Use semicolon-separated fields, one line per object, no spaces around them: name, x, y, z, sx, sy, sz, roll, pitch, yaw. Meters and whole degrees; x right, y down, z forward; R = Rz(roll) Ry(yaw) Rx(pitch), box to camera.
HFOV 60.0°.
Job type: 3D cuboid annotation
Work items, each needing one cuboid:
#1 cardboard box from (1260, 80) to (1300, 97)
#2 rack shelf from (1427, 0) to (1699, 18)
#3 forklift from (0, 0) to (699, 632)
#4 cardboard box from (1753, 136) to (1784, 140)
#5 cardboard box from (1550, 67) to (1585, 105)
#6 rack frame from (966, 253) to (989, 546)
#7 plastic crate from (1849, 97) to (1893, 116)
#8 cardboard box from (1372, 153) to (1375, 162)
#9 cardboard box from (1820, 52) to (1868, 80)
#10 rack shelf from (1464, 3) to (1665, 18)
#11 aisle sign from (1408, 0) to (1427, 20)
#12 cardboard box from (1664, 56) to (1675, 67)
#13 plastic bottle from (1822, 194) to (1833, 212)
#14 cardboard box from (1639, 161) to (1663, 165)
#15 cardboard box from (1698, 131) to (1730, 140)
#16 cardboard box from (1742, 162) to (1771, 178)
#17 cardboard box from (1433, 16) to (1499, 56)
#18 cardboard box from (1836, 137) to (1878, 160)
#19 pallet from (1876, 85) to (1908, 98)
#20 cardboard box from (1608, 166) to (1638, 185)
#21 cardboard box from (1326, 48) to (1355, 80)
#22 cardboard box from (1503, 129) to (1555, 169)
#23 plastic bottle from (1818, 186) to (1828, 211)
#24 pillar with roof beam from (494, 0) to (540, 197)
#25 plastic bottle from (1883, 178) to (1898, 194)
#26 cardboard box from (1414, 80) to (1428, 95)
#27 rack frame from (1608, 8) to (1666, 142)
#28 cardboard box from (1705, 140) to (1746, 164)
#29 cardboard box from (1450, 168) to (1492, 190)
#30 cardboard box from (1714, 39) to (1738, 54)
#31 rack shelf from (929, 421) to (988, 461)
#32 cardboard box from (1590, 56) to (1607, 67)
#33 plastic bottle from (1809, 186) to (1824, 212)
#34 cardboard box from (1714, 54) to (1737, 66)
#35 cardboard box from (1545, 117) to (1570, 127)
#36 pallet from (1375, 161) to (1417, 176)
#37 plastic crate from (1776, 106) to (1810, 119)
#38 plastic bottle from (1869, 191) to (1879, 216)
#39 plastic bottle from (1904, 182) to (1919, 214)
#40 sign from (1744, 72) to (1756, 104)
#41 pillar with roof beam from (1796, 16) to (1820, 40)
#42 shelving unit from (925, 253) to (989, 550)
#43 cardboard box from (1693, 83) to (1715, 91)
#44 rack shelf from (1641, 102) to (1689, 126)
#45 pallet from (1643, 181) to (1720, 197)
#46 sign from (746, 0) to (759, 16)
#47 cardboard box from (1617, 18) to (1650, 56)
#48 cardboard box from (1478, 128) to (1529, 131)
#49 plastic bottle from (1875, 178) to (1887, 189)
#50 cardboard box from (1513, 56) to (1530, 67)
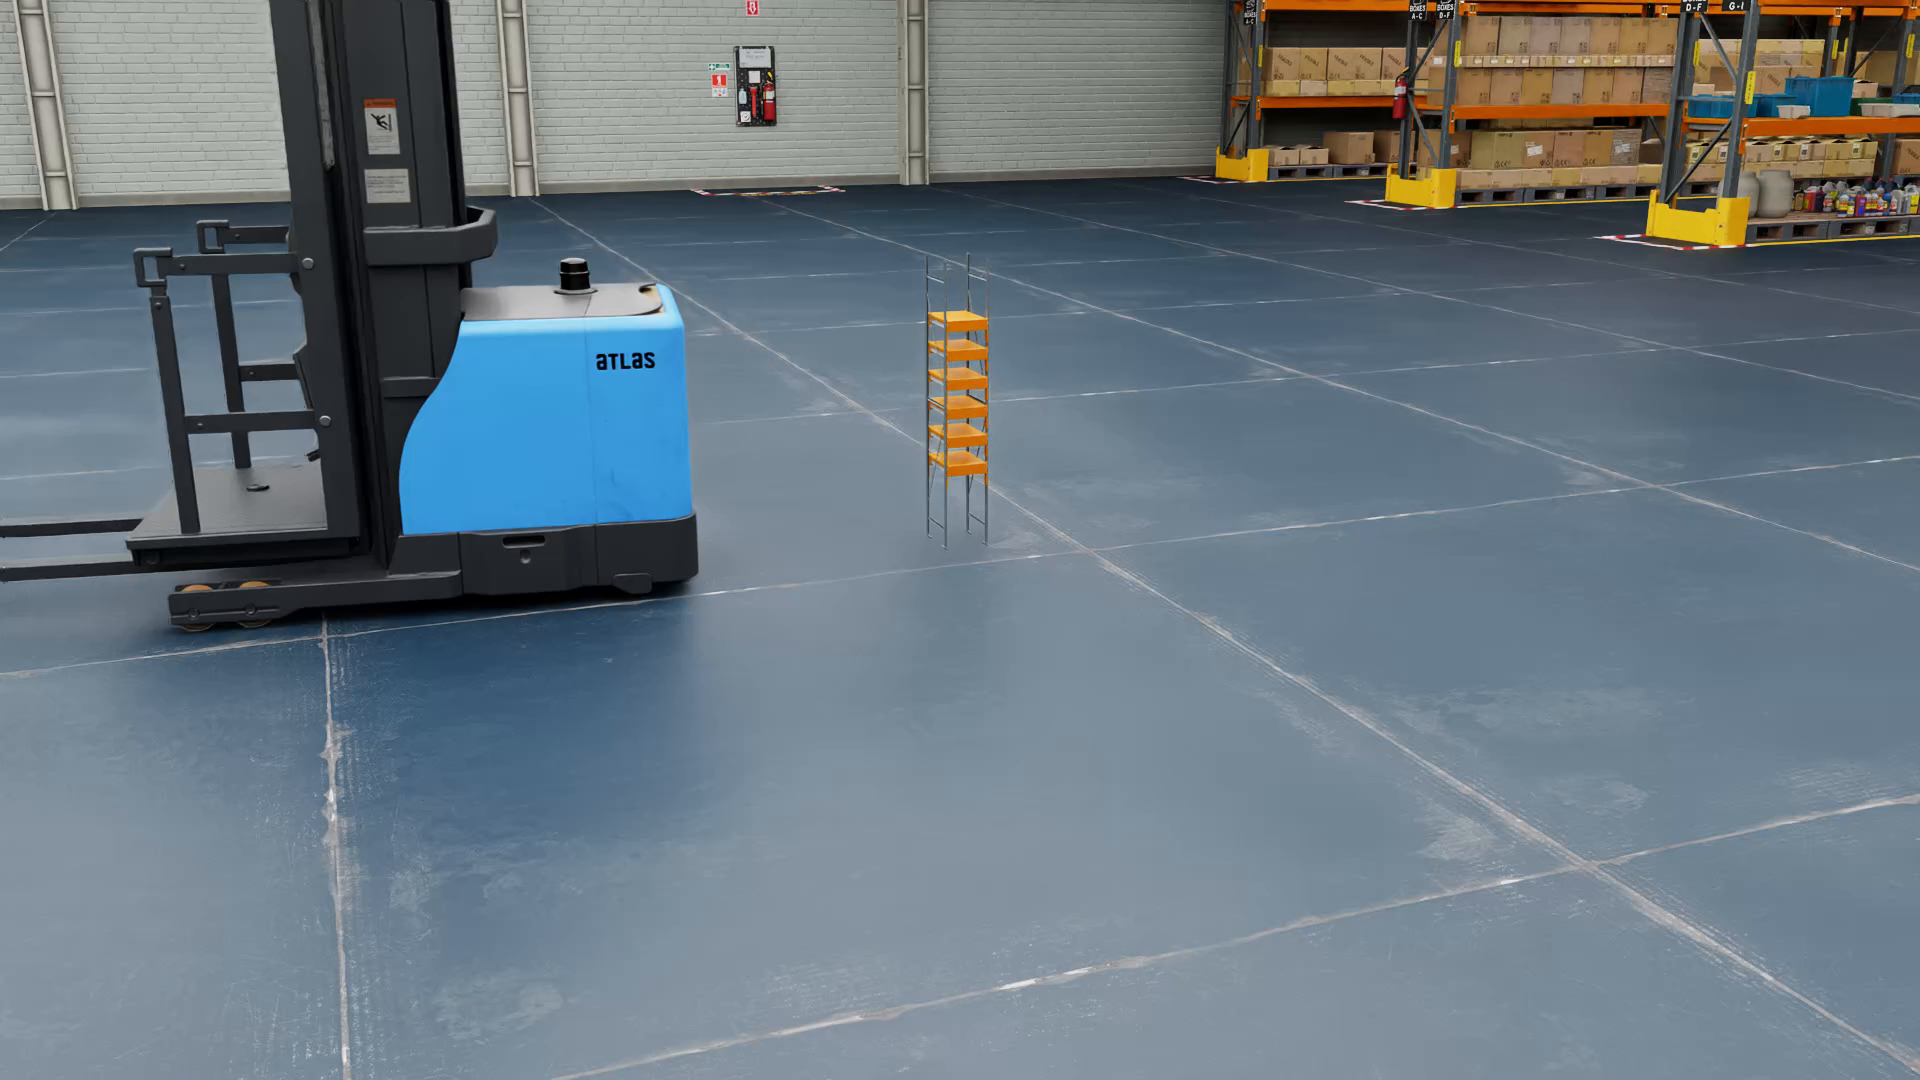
cardboard box;5.106;-7.259;26.724;0.500;0.250;0.500;-7;18;-22
rack shelf;8.181;-7.348;22.751;4.000;0.370;1.077;-6;17;-20
forklift;-2.580;-1.239;6.117;3.031;2.935;1.130;-4;17;-12
cardboard box;12.225;-5.929;25.103;0.500;0.311;0.500;-7;18;-22
cardboard box;8.198;-6.301;23.054;0.500;0.500;0.700;-6;17;-18
rack frame;0.072;-0.583;6.956;0.006;1.200;0.240;-6;17;-20
plastic crate;10.449;-4.988;19.136;0.662;0.188;0.450;-6;17;-20
cardboard box;6.771;-6.446;28.004;0.250;0.149;0.380;-8;18;-25
cardboard box;16.255;-8.760;31.072;0.700;0.700;0.980;-6;17;-19
rack shelf;10.140;-9.054;28.561;4.000;0.370;1.077;-6;17;-20
aisle sign;6.147;-7.370;22.260;0.004;0.787;0.394;-6;17;-20
cardboard box;9.871;-6.731;23.368;0.250;0.149;0.380;-6;17;-20
plastic bottle;10.077;-3.919;19.306;0.097;0.201;0.097;0;16;0
cardboard box;10.332;-5.456;24.489;0.500;0.250;0.500;-6;18;-21
cardboard box;13.561;-7.458;30.243;0.750;0.750;0.750;-6;17;-20
cardboard box;11.474;-5.418;24.358;0.500;0.250;0.500;-7;18;-22
cardboard box;6.803;-6.772;22.355;0.500;0.500;0.700;-6;17;-20
cardboard box;13.382;-5.893;24.981;0.500;0.311;0.500;-6;17;-19
pallet;14.391;-6.854;25.455;1.003;0.211;1.213;-6;17;-20
cardboard box;9.223;-5.186;23.569;0.500;0.250;0.500;-6;17;-20
cardboard box;6.040;-7.720;26.962;0.500;0.500;0.500;-7;18;-22
cardboard box;7.822;-5.395;22.949;0.500;0.500;0.500;-6;17;-20
plastic bottle;10.015;-3.986;19.401;0.135;0.276;0.152;-7;18;-22
pillar with roof beam;-4.784;-8.190;19.015;0.400;9.000;9.100;-6;17;-20
plastic bottle;10.966;-4.082;19.596;0.185;0.351;0.144;-6;17;-20
cardboard box;7.470;-7.521;27.616;0.500;0.250;0.500;-6;17;-20
rack frame;12.007;-8.162;29.569;0.127;3.000;1.000;-6;17;-20
cardboard box;10.993;-5.632;24.094;0.500;0.311;0.500;-6;18;-21
cardboard box;6.893;-4.930;22.698;0.500;0.250;0.500;-6;17;-20
cardboard box;13.491;-8.806;29.690;0.500;0.250;0.500;-6;17;-20
rack shelf;-0.014;-0.416;6.971;0.180;0.103;0.258;-6;17;-20
cardboard box;8.685;-6.604;22.933;0.250;0.149;0.380;-6;17;-18
plastic bottle;9.924;-3.947;19.257;0.133;0.283;0.061;-6;17;-20
cardboard box;13.509;-8.444;29.788;0.500;0.500;0.500;-6;17;-20
cardboard box;10.320;-7.353;29.139;0.500;0.250;0.500;-6;17;-20
pallet;7.658;-6.344;28.326;1.213;0.211;1.003;-6;17;-20
plastic crate;9.033;-4.628;18.002;0.250;0.136;0.298;-6;17;-20
plastic bottle;10.300;-3.796;18.764;0.097;0.271;0.097;0;16;0
plastic bottle;10.838;-3.900;18.974;0.185;0.351;0.144;-6;17;-20
sign;8.275;-4.736;17.413;0.005;0.325;0.100;-6;17;-20
pillar with roof beam;17.627;-10.609;27.255;0.400;9.000;9.100;-6;17;-20
shelving unit;-0.014;-0.574;6.924;0.189;1.200;0.258;-6;17;-20
cardboard box;10.803;-6.528;24.244;0.258;0.266;0.396;-7;18;-21
rack shelf;11.916;-6.312;24.547;4.000;0.370;1.077;-6;17;-20
pallet;10.722;-5.202;24.439;1.213;0.211;1.003;-6;17;-20
sign;-3.086;-7.947;24.723;0.199;0.298;0.001;-6;17;-20
cardboard box;9.165;-7.029;23.229;0.500;0.500;0.700;-6;17;-20
cardboard box;7.636;-5.532;23.415;0.500;0.500;0.500;-6;17;-20
plastic bottle;10.915;-4.120;19.725;0.185;0.351;0.144;-6;17;-19
cardboard box;7.472;-6.472;22.484;0.250;0.149;0.380;-6;18;-21
